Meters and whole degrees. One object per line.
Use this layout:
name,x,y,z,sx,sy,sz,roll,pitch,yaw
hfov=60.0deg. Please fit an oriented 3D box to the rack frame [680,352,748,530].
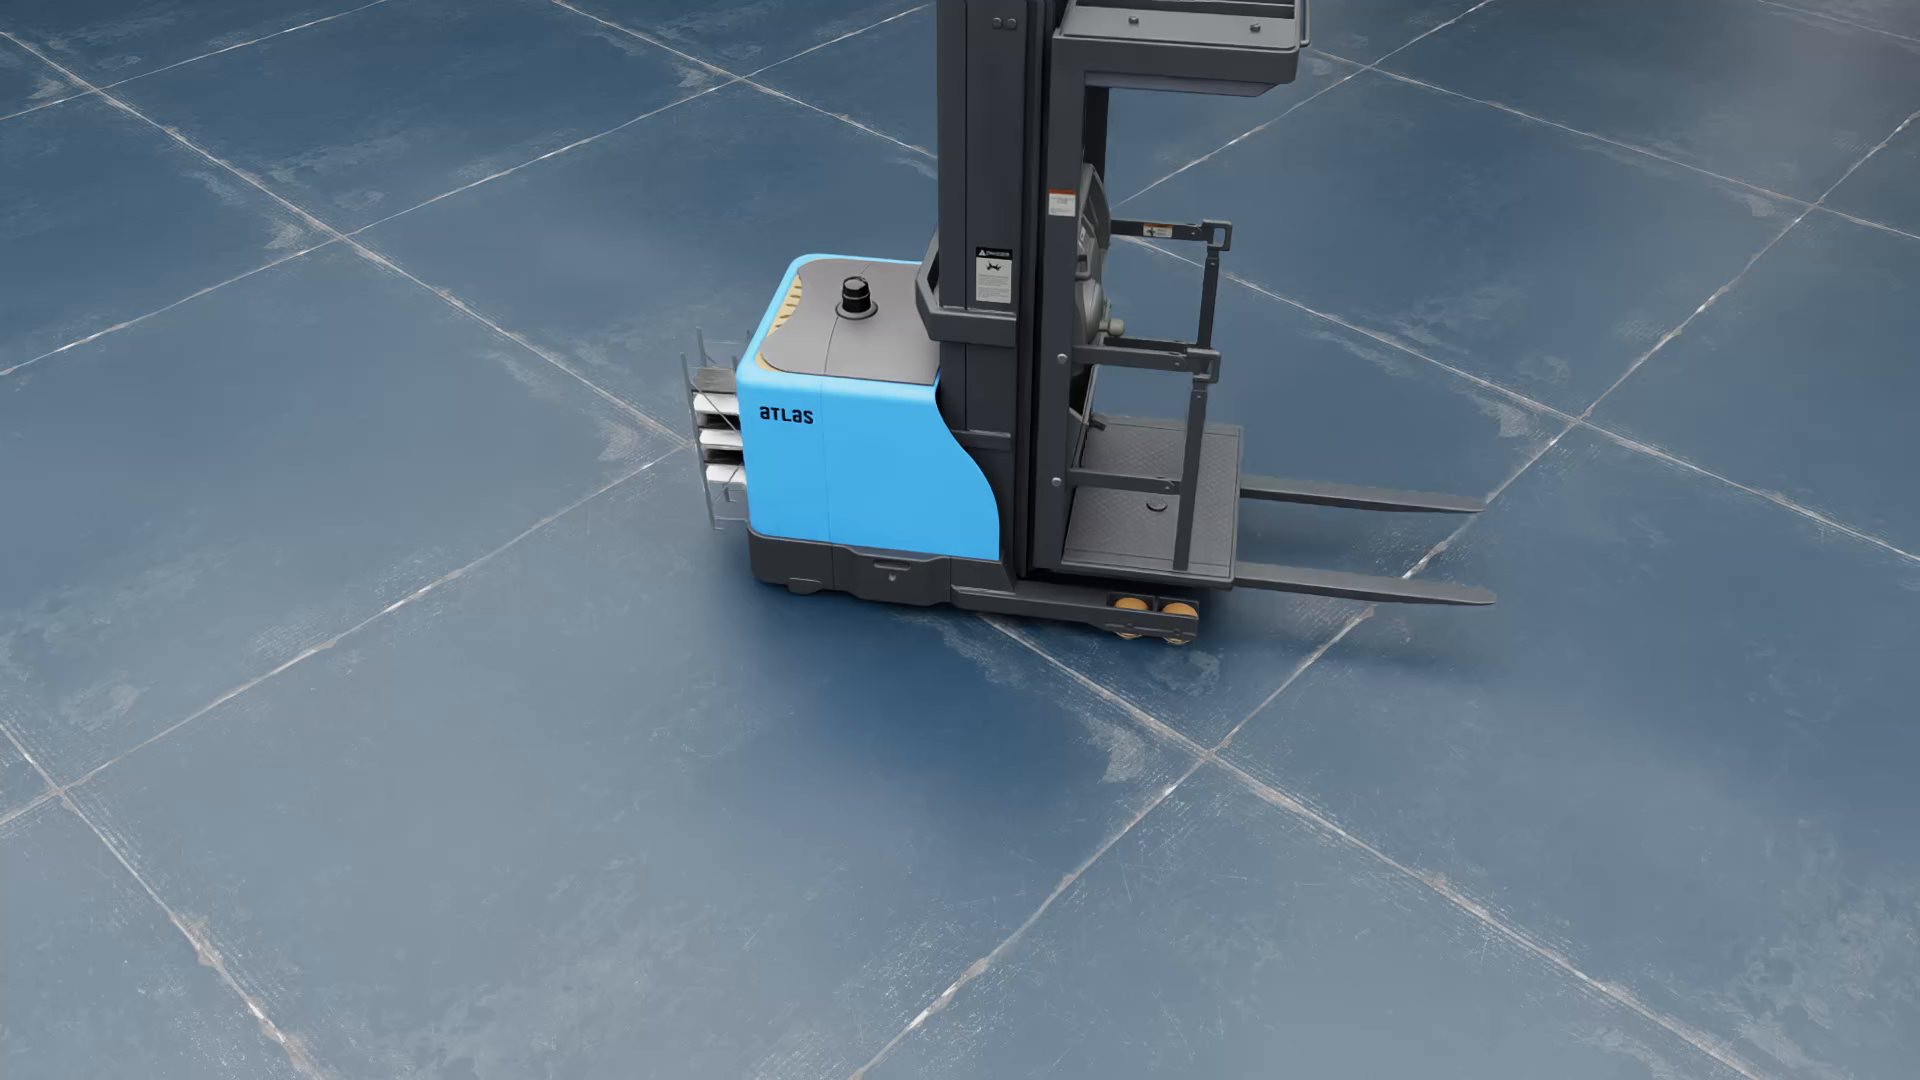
rack frame,-0.999,-0.397,7.015,0.240,0.900,0.006,5,39,11

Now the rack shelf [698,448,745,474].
rack shelf,-0.973,-0.362,7.169,0.258,0.077,0.200,5,39,11

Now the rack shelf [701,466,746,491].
rack shelf,-0.968,-0.291,7.224,0.258,0.077,0.200,5,39,11

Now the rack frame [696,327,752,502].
rack frame,-0.959,-0.521,7.171,0.240,0.900,0.006,5,39,11

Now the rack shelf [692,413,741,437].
rack shelf,-0.982,-0.504,7.058,0.258,0.077,0.200,5,39,11

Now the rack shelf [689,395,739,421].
rack shelf,-0.986,-0.575,7.003,0.258,0.077,0.200,5,39,11

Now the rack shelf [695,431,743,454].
rack shelf,-0.977,-0.433,7.113,0.258,0.077,0.200,5,39,11

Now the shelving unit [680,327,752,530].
shelving unit,-0.979,-0.459,7.093,0.258,0.900,0.210,5,39,11

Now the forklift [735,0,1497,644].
forklift,0.687,-1.087,6.262,3.031,2.935,1.130,6,39,8

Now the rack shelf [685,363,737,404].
rack shelf,-0.991,-0.646,6.948,0.258,0.077,0.200,5,39,11
